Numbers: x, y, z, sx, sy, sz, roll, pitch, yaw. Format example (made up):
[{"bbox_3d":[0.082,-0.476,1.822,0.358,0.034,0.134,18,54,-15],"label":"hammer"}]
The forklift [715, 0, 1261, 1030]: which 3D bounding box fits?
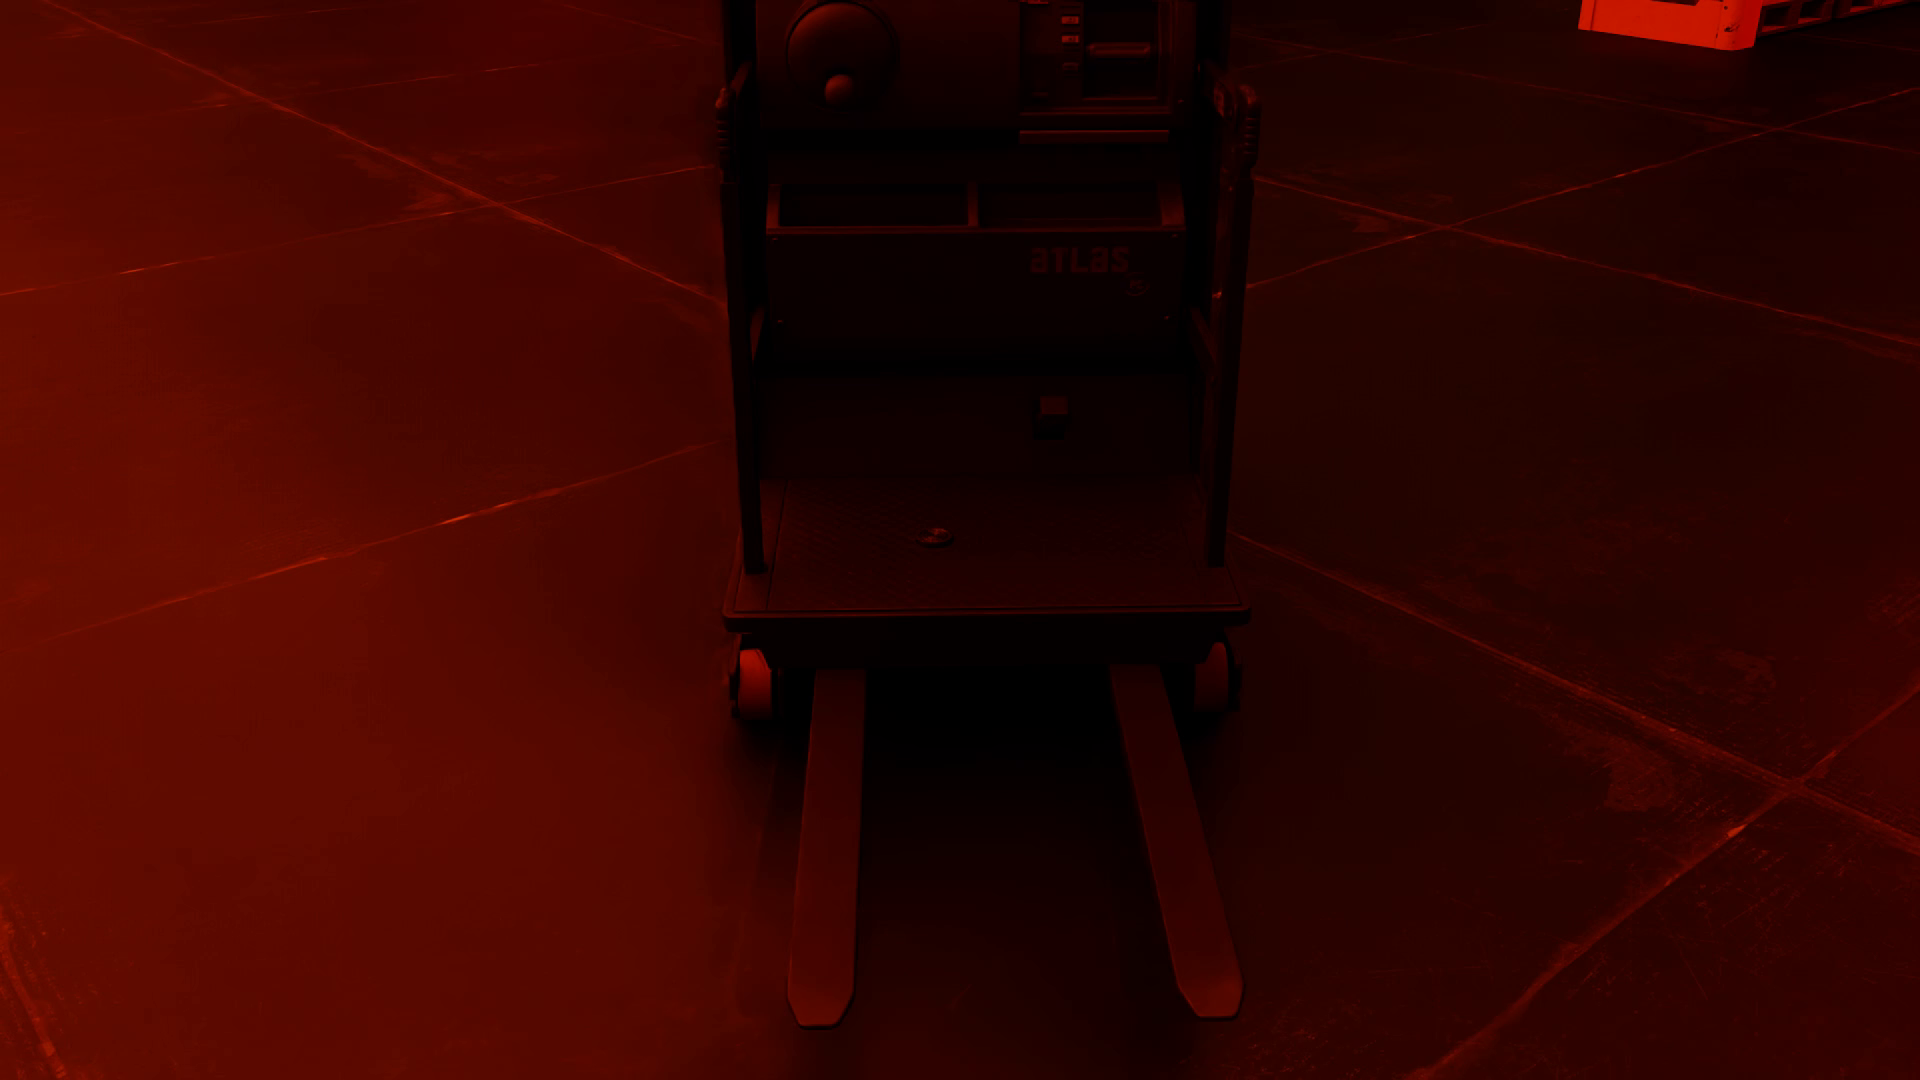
[{"bbox_3d":[0.044,-1.054,3.327,1.130,2.935,3.031,-1,26,-2],"label":"forklift"}]
